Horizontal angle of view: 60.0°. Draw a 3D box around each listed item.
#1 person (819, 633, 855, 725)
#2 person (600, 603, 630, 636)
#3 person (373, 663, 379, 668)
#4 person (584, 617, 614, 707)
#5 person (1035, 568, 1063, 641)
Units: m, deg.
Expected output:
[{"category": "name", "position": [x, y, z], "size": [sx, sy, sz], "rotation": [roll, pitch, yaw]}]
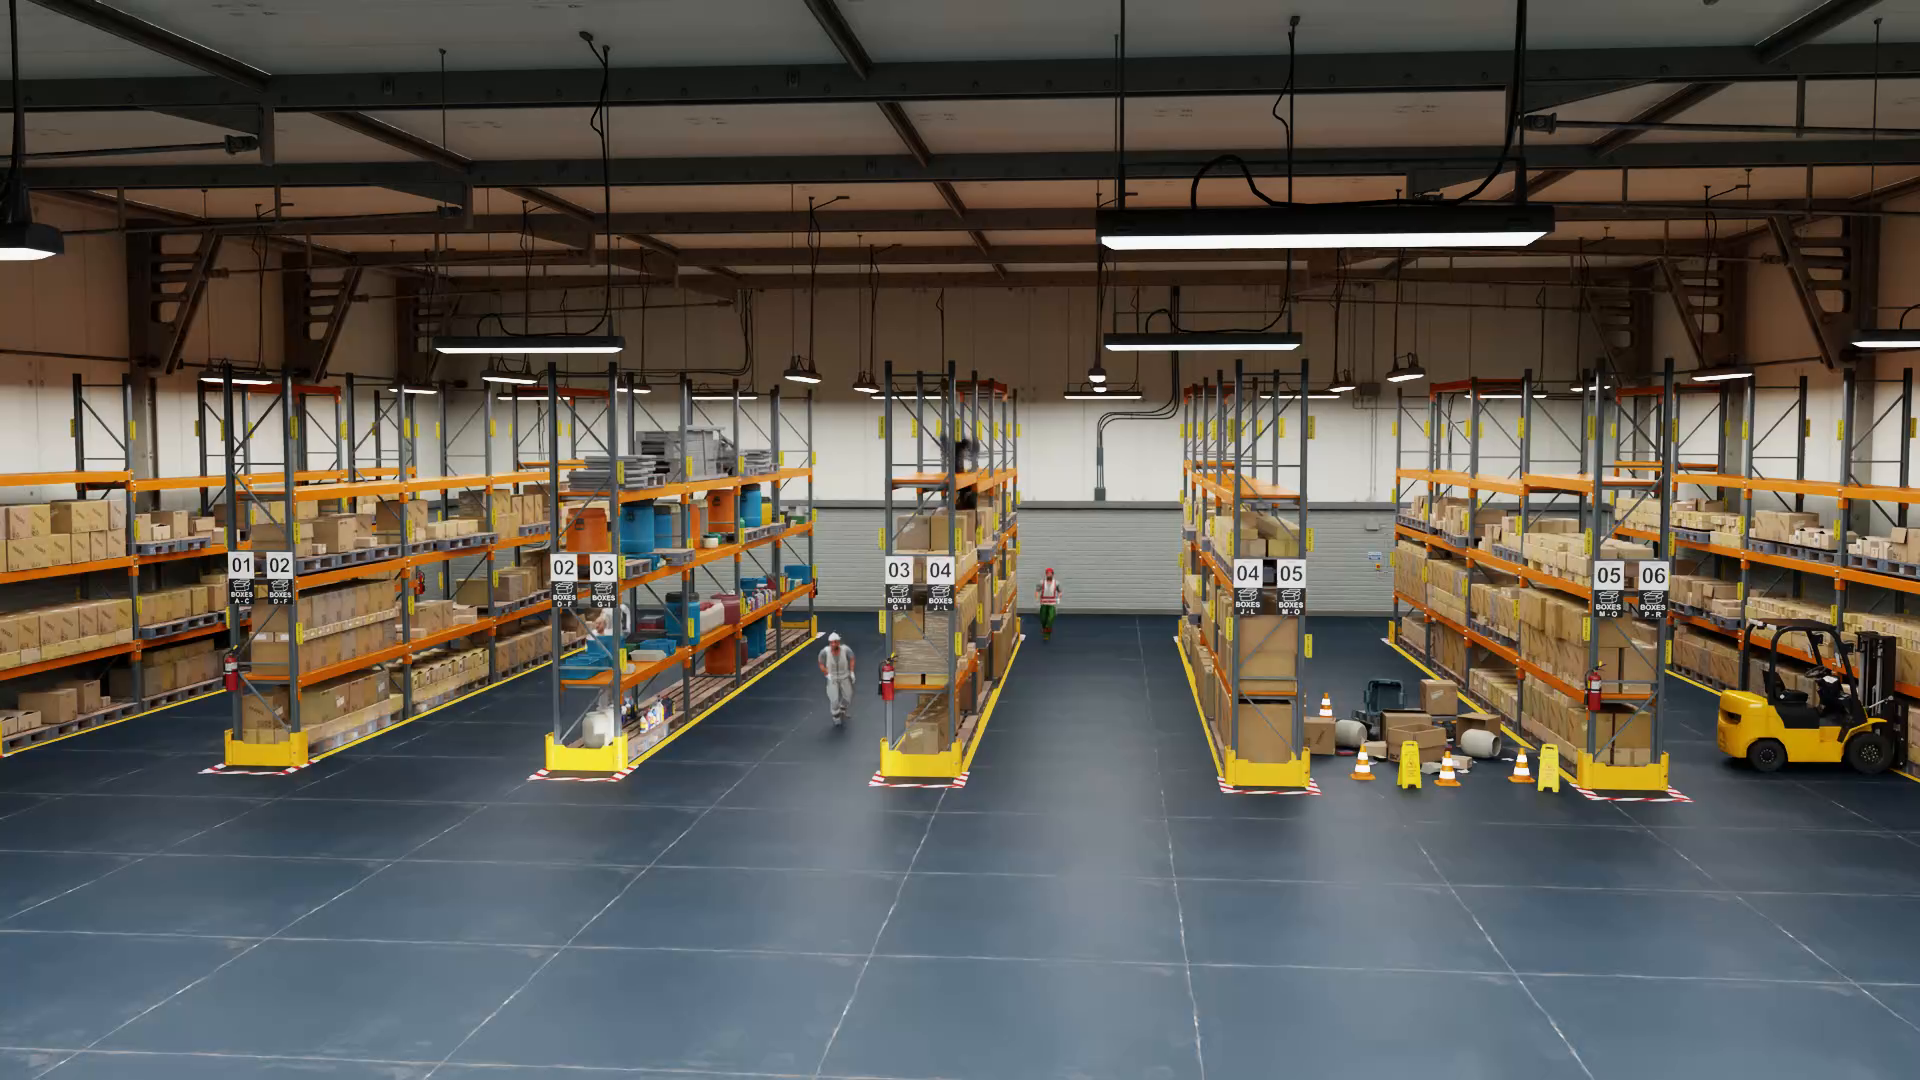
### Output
[{"category": "person", "position": [-2.087, 2.337, 28.138], "size": [0.637, 1.619, 0.889], "rotation": [-1, 4, -11]}, {"category": "person", "position": [-7.137, 1.902, 34.384], "size": [0.556, 1.738, 0.812], "rotation": [0, 4, 5]}, {"category": "person", "position": [-11.488, 2.007, 32.249], "size": [0.656, 1.820, 0.734], "rotation": [0, 4, -2]}, {"category": "person", "position": [-6.275, 2.203, 29.460], "size": [0.705, 1.736, 0.885], "rotation": [1, 4, 16]}, {"category": "person", "position": [2.124, 1.537, 39.644], "size": [0.673, 1.747, 0.660], "rotation": [0, 4, 6]}]
